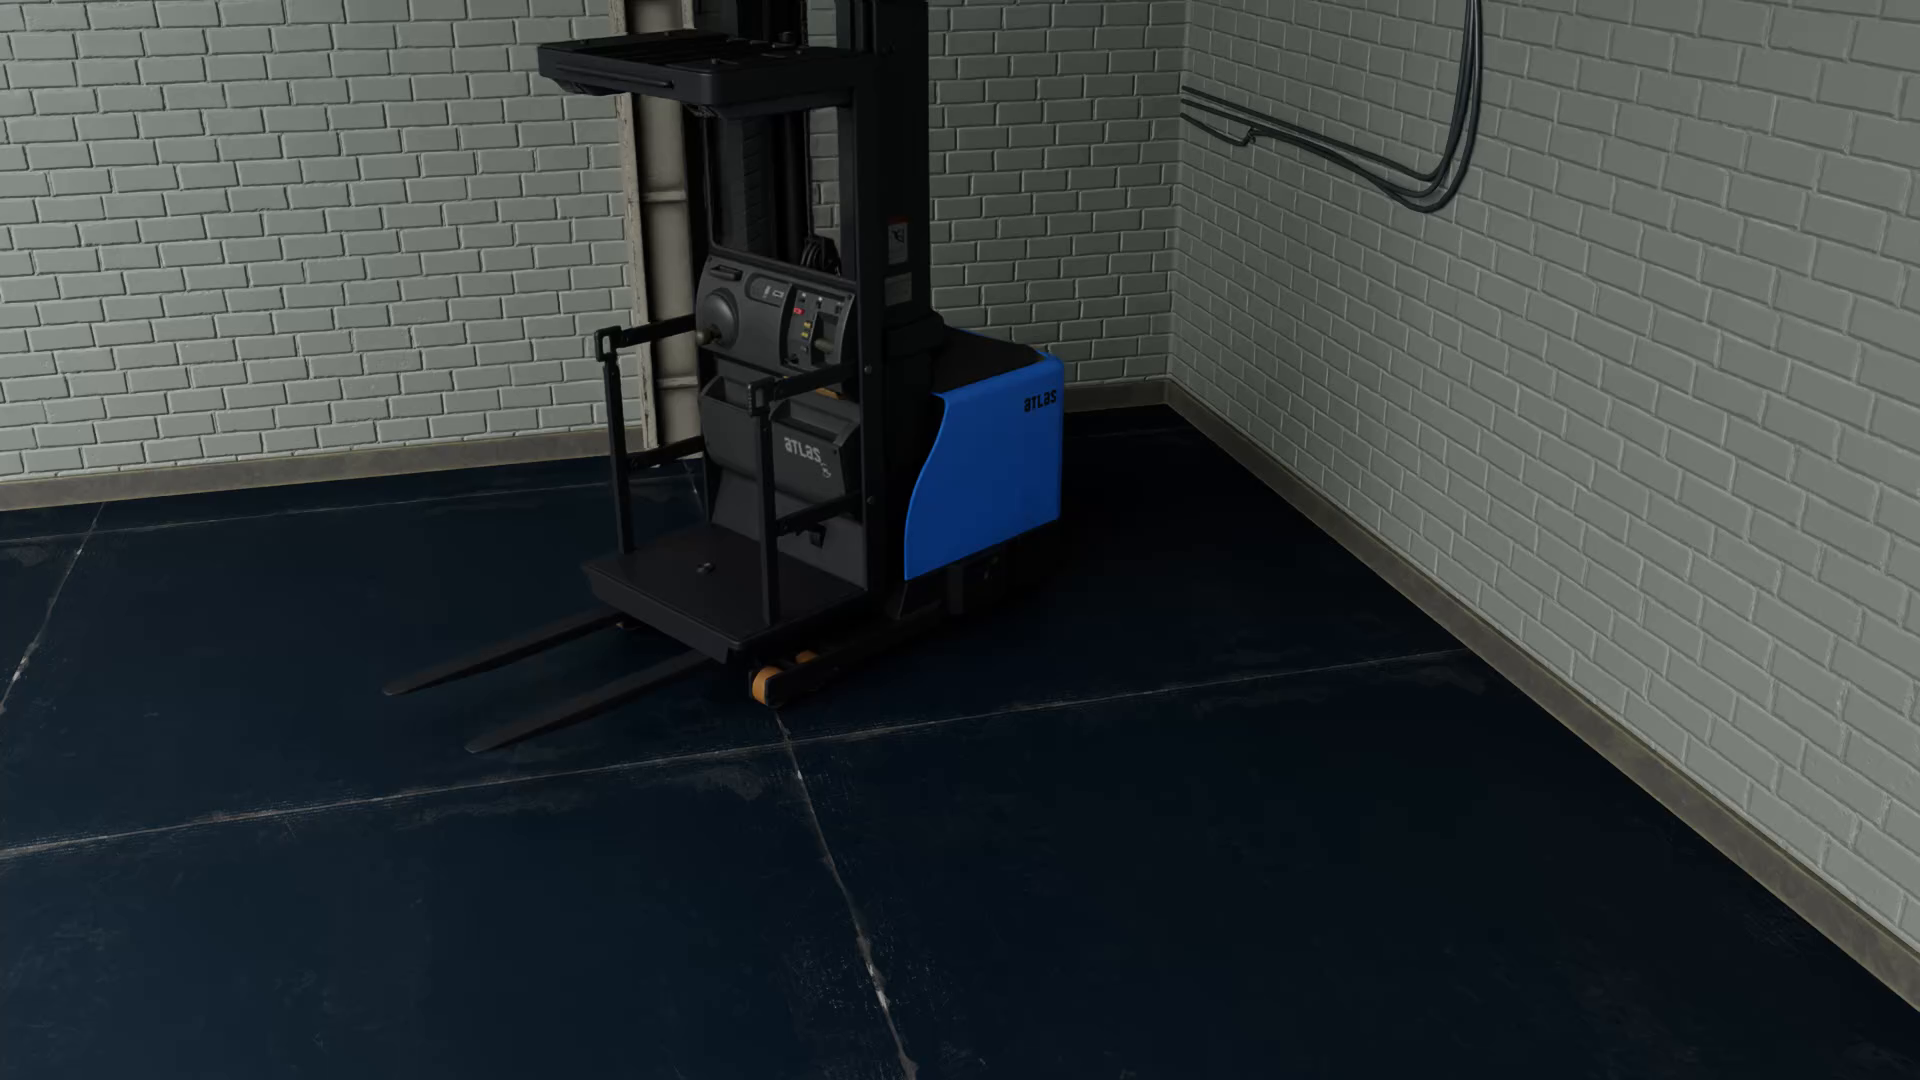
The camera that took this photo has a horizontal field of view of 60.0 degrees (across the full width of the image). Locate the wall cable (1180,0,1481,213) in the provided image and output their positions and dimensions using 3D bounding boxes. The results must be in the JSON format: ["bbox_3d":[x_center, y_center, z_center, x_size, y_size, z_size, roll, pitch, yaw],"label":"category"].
[{"bbox_3d":[1.631,-2.996,7.758,0.112,2.526,3.097,-6,24,-14],"label":"wall cable"}]

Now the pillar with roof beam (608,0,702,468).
[{"bbox_3d":[-0.400,-2.977,3.775,0.400,9.000,9.100,-6,24,-14],"label":"pillar with roof beam"}]

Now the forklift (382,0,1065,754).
[{"bbox_3d":[-0.908,-0.901,6.633,1.130,2.935,3.031,21,31,40],"label":"forklift"}]
